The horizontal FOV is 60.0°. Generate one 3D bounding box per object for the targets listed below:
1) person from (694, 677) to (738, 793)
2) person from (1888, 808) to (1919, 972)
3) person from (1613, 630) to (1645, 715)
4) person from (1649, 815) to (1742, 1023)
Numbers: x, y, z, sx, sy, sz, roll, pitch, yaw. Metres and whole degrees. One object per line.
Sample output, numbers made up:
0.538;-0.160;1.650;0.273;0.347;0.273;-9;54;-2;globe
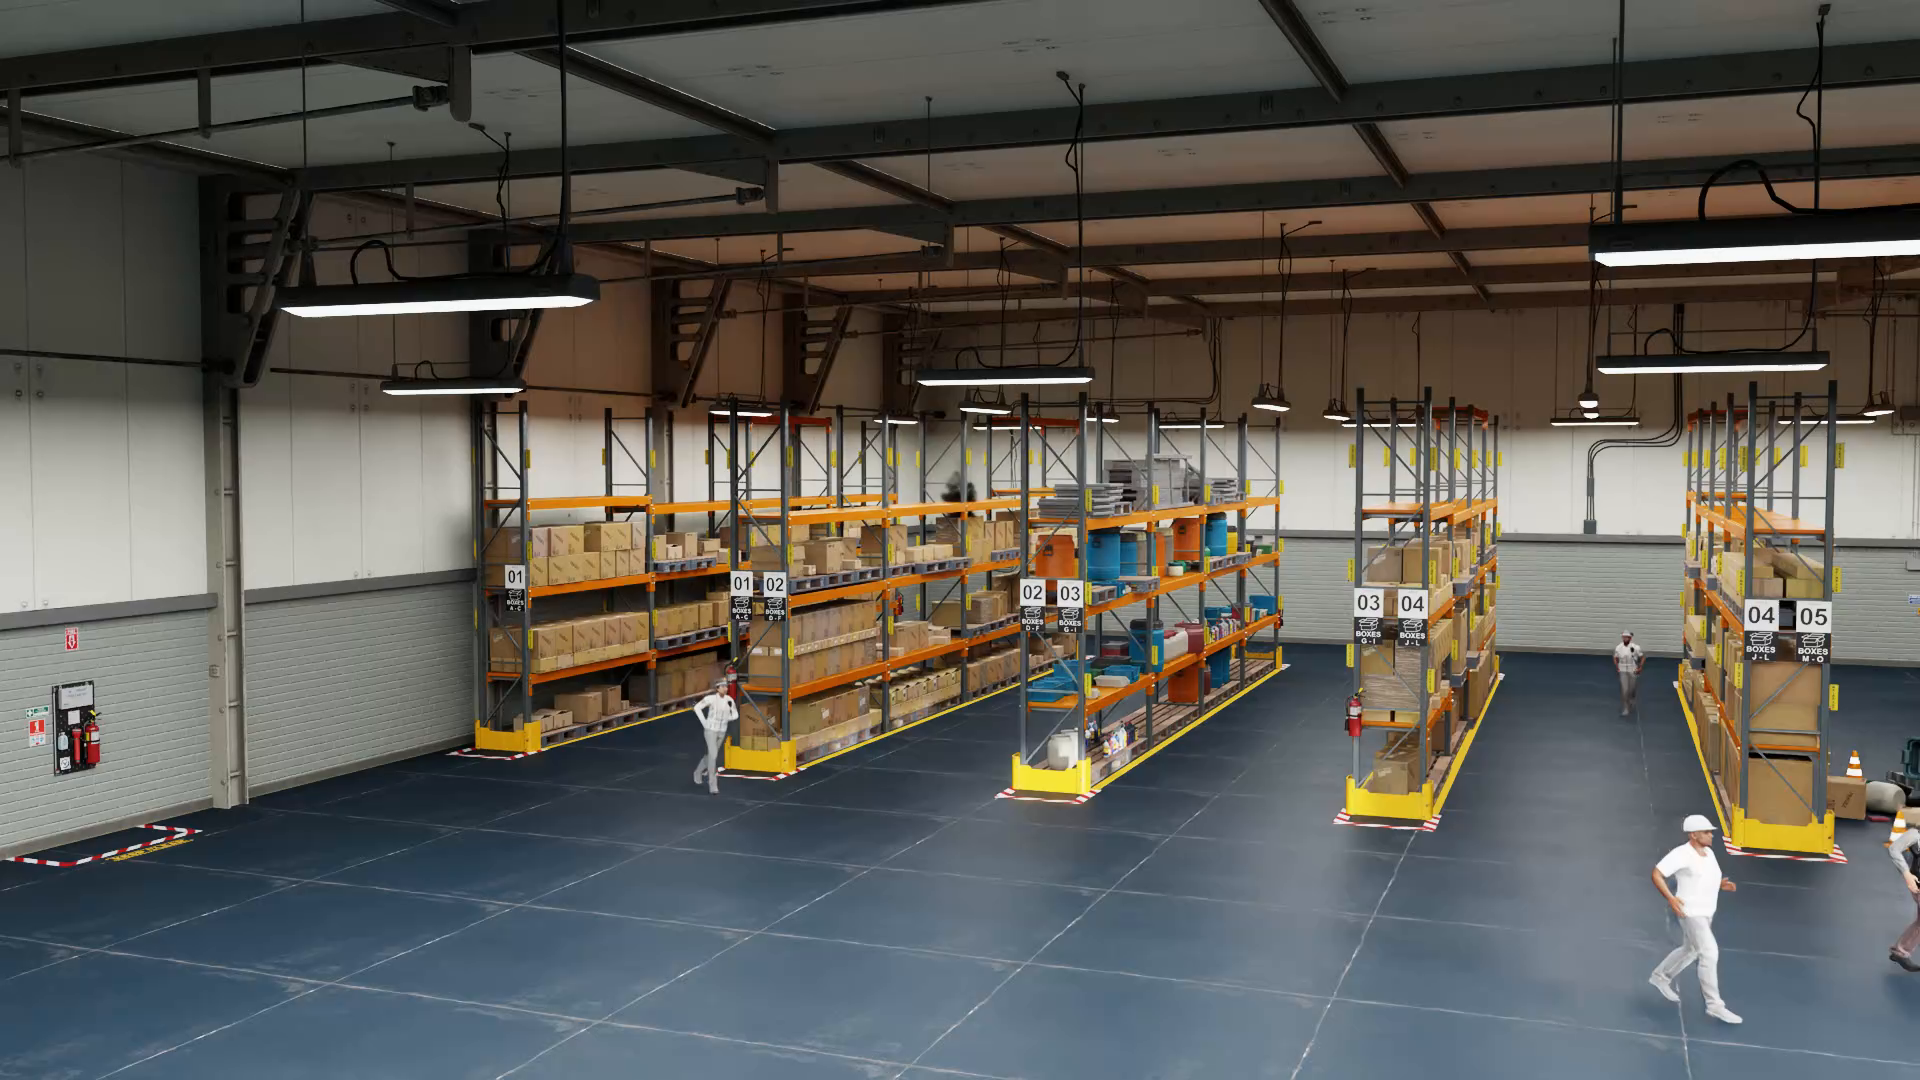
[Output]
-3.707;2.941;25.361;0.618;1.719;0.823;-2;4;-39;person
9.243;3.371;15.850;0.630;1.787;0.774;-2;3;-36;person
13.139;2.591;32.672;0.579;1.682;0.614;2;3;29;person
6.635;3.356;14.969;0.704;1.768;0.888;-3;4;-43;person
